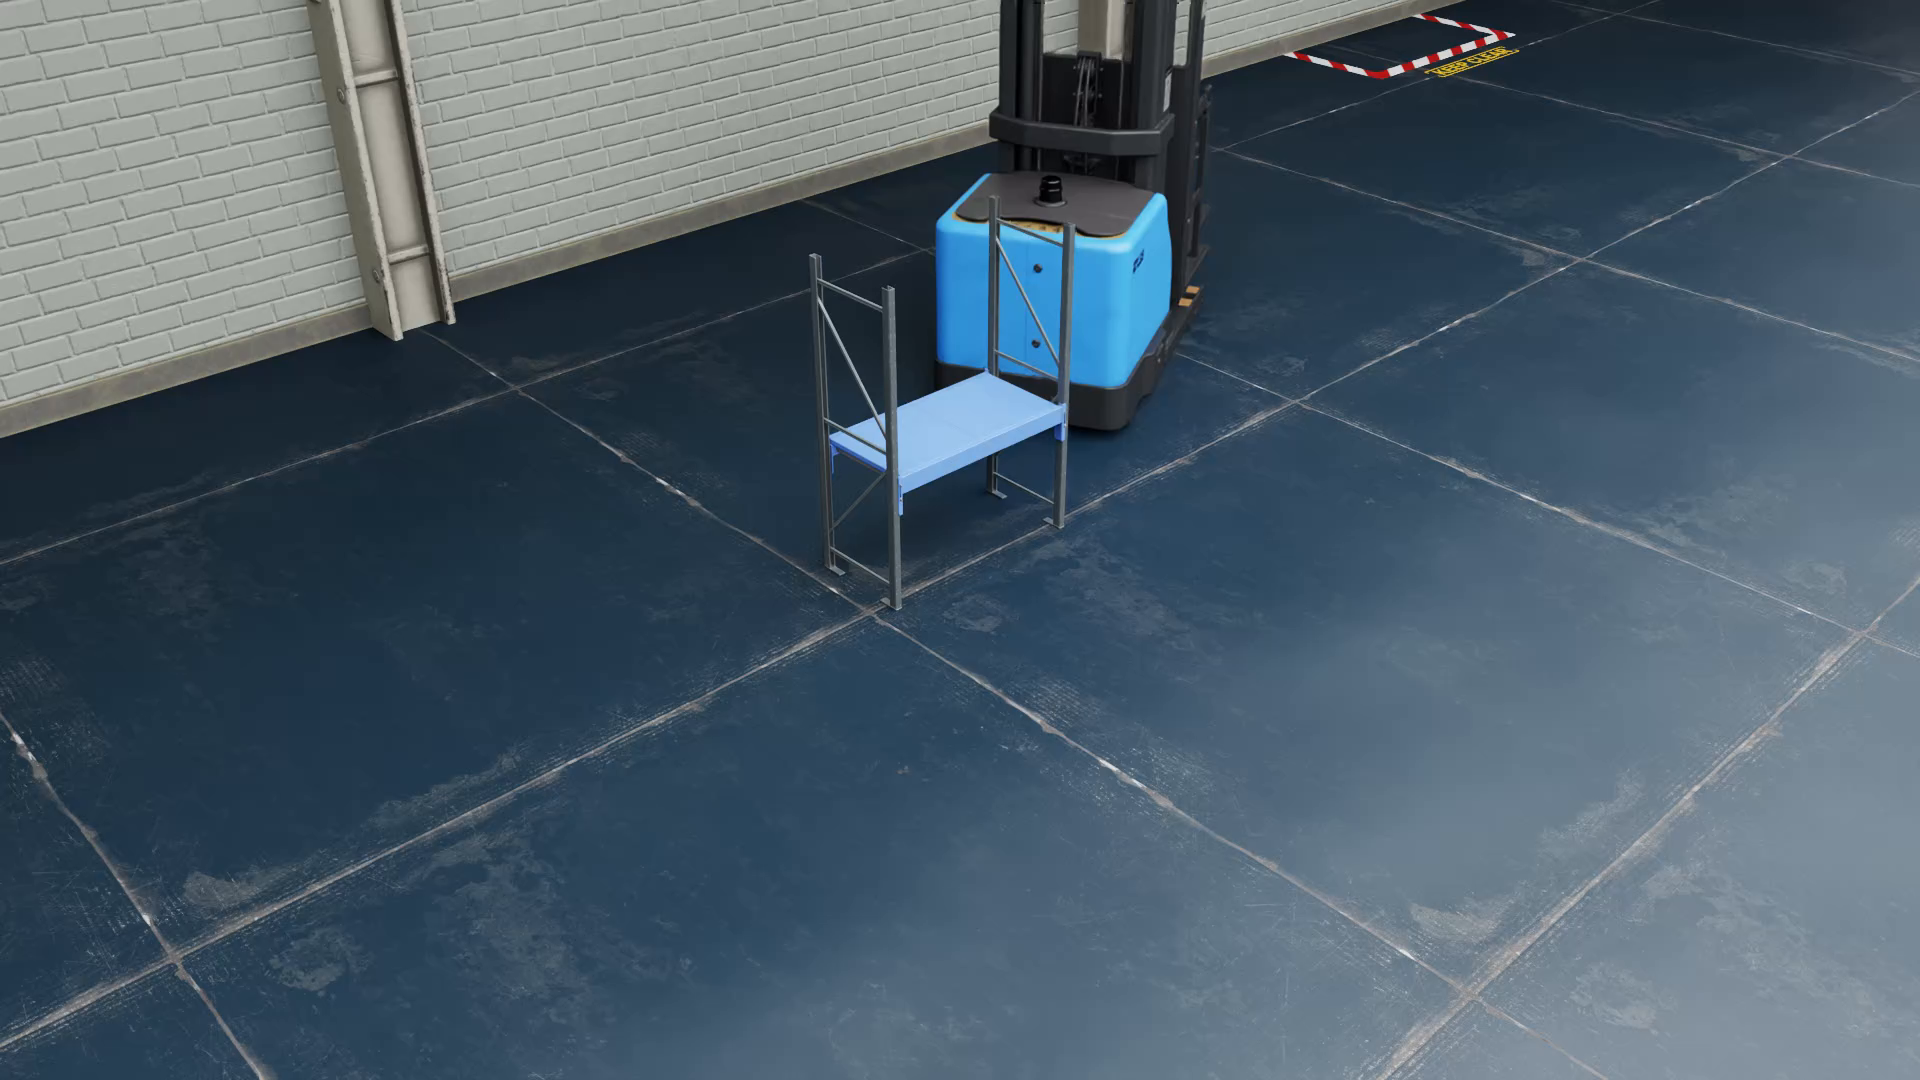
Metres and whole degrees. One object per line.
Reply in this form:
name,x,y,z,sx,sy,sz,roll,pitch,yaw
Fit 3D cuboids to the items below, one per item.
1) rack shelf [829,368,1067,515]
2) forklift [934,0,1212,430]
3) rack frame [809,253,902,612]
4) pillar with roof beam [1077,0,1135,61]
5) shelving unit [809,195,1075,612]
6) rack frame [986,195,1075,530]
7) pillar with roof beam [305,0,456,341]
rack shelf,-0.063,-0.456,7.403,1.000,0.185,0.538,-26,40,-35
forklift,0.829,-2.571,9.145,1.130,2.935,3.031,10,33,16
rack frame,-0.435,-0.429,7.014,0.032,1.500,0.500,-26,40,-35
pillar with roof beam,4.092,-5.602,8.286,0.400,9.000,9.100,-26,40,-35
shelving unit,-0.063,-0.610,7.309,1.048,1.500,0.538,-26,40,-35
rack frame,0.310,-0.790,7.604,0.032,1.500,0.500,-26,40,-35
pillar with roof beam,-0.308,-3.474,4.806,0.400,9.000,9.100,-26,40,-35
